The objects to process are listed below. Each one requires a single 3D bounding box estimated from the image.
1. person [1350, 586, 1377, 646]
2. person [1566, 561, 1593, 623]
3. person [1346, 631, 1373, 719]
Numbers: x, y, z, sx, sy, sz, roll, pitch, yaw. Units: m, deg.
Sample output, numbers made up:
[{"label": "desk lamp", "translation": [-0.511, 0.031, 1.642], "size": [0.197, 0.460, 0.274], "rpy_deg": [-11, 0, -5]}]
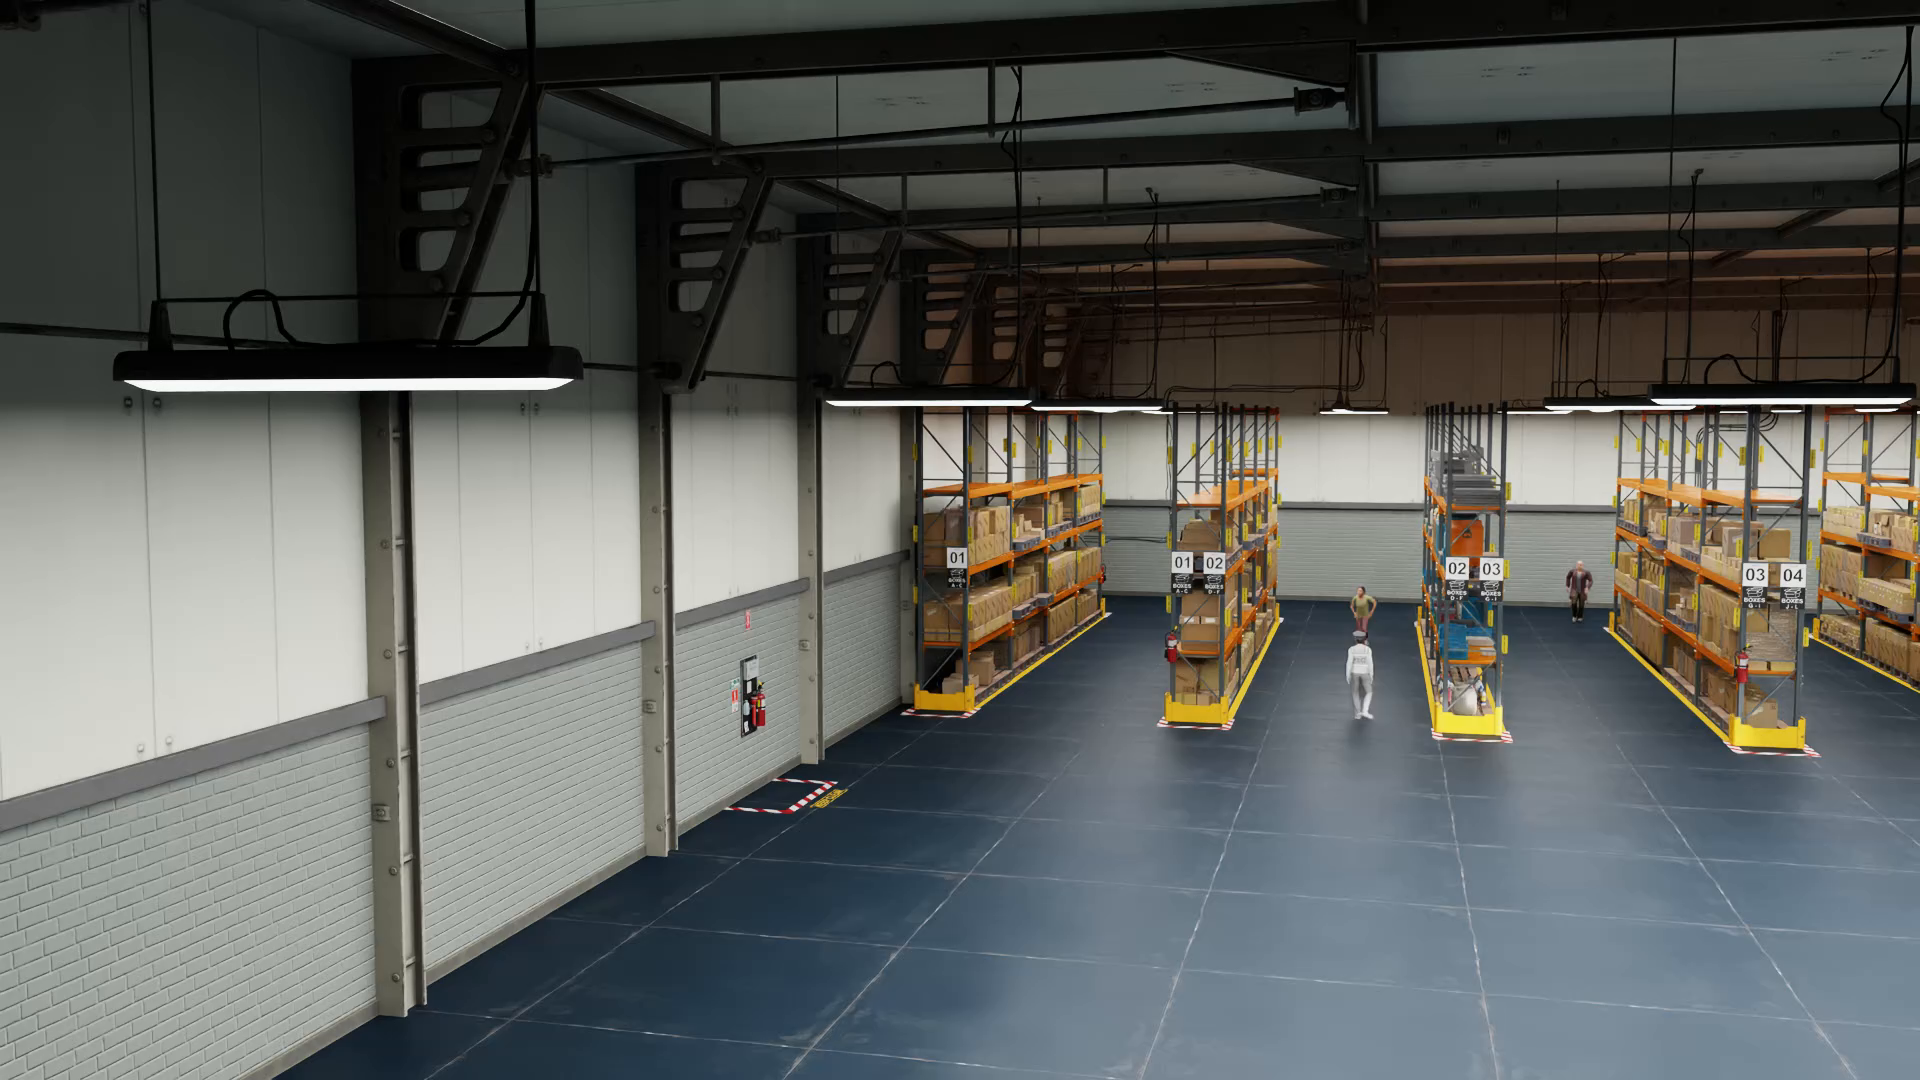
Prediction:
[{"label": "person", "translation": [9.965, 1.906, 41.047], "size": [0.621, 1.580, 0.679], "rpy_deg": [2, 5, 25]}, {"label": "person", "translation": [17.290, 1.455, 46.413], "size": [0.707, 1.768, 0.829], "rpy_deg": [1, 4, 19]}, {"label": "person", "translation": [7.567, 2.571, 31.467], "size": [0.512, 1.670, 0.516], "rpy_deg": [1, 4, 14]}]
